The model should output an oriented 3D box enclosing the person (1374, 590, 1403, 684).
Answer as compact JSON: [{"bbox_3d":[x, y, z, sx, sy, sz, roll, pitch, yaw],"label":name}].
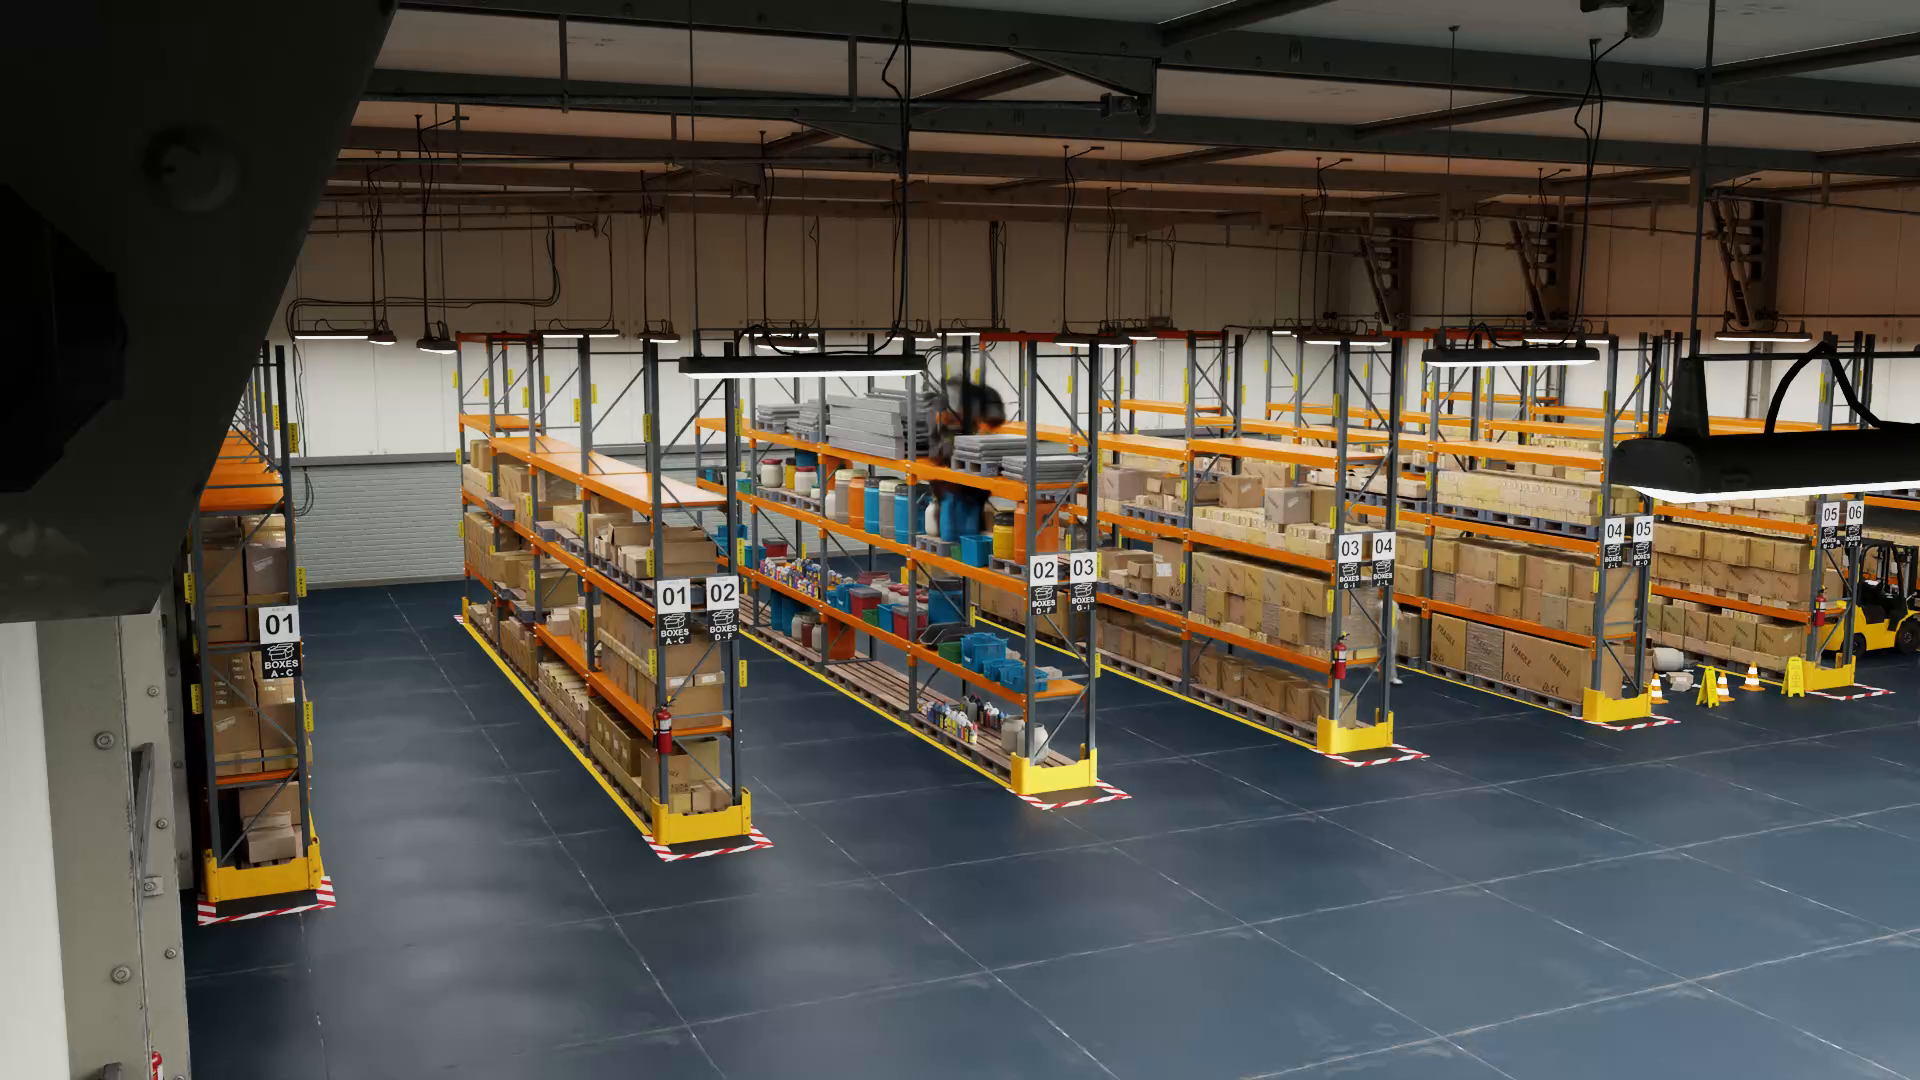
[{"bbox_3d":[7.415,1.620,28.867,0.575,1.645,0.914,-3,8,-23],"label":"person"}]

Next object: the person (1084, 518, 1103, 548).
[{"bbox_3d":[2.949,0.326,38.263,0.678,1.761,0.658,-2,8,-14],"label":"person"}]
